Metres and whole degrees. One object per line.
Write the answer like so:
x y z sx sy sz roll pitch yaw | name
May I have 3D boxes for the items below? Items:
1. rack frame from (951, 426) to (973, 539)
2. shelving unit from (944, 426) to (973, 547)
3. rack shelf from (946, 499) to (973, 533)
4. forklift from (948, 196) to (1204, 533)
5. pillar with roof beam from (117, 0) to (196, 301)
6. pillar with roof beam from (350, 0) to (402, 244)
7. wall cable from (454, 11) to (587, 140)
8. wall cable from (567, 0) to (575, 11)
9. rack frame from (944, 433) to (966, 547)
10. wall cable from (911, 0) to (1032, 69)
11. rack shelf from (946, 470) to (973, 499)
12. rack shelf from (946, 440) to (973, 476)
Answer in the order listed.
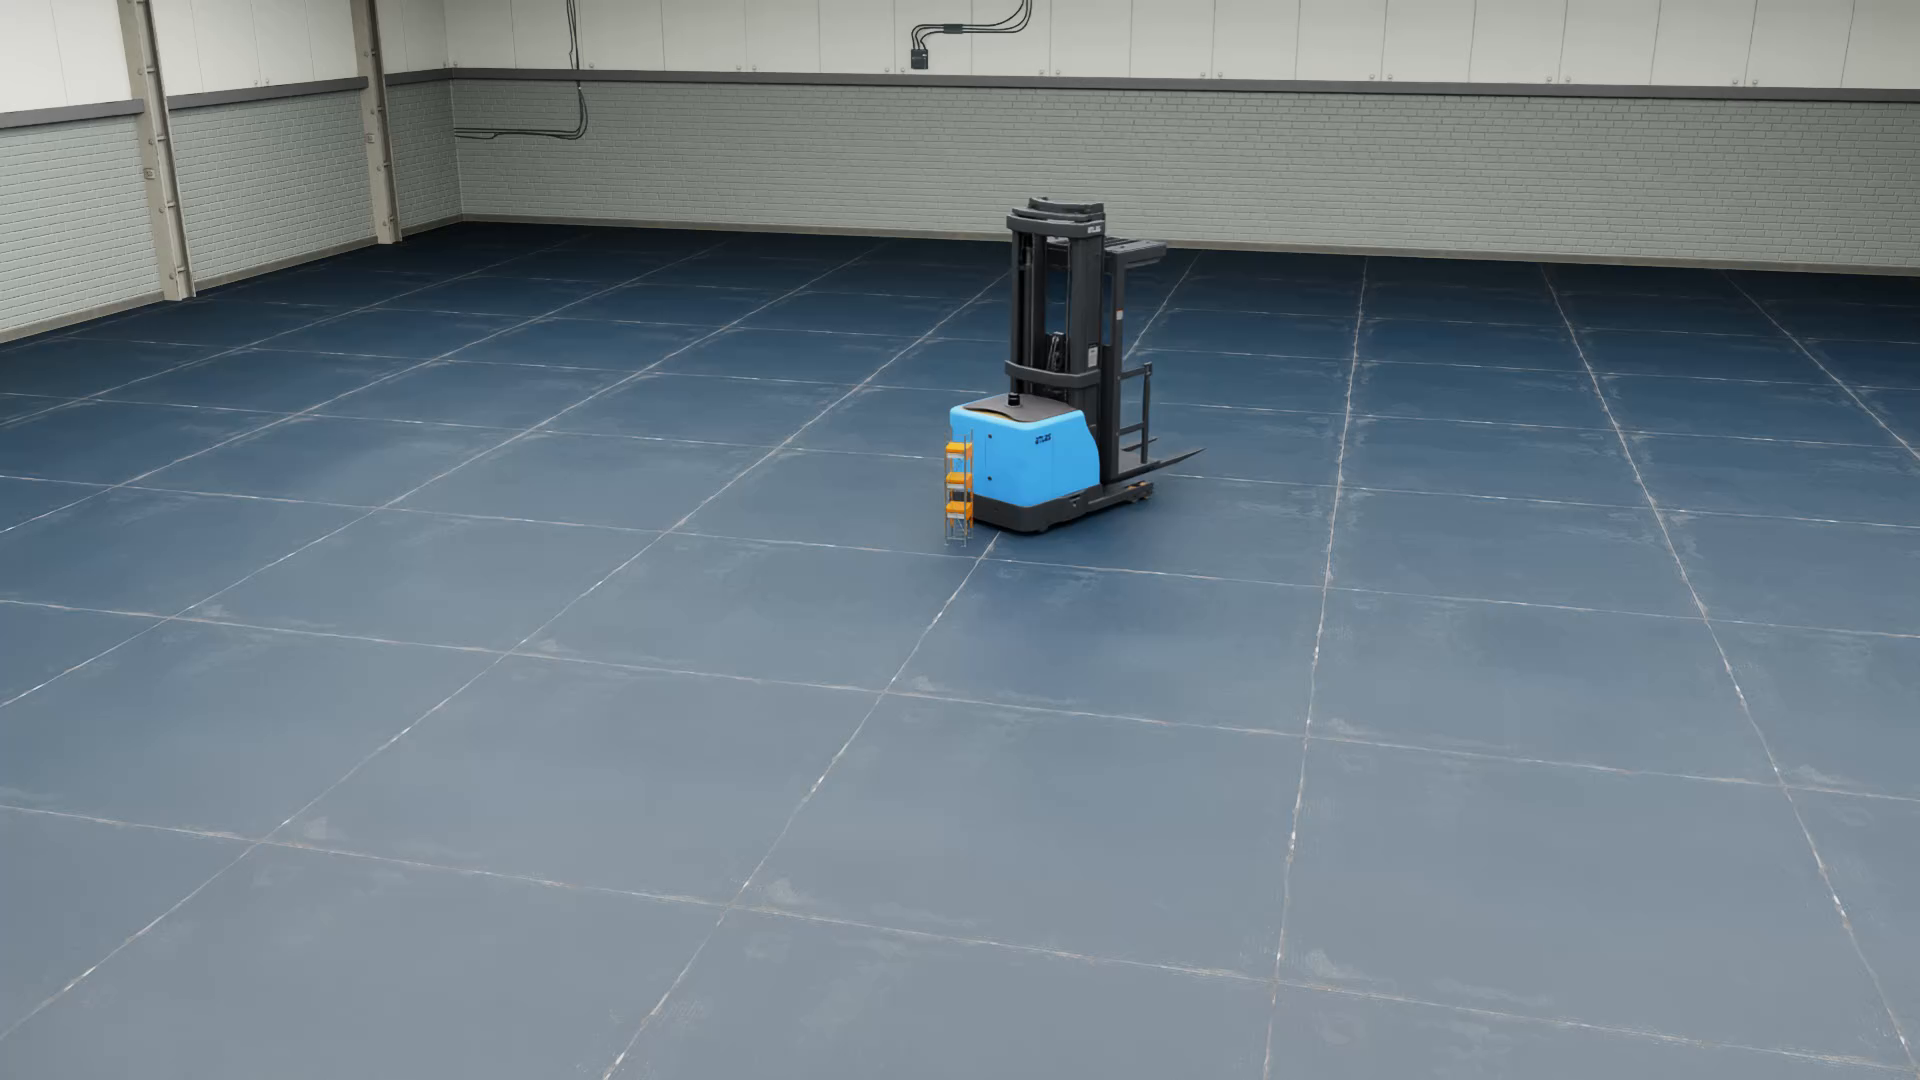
0.017 -0.518 15.143 0.200 1.050 0.008 5 19 13 | rack frame
-0.013 -0.480 15.031 0.215 1.050 0.252 5 19 13 | shelving unit
-0.013 -0.207 15.124 0.215 0.259 0.240 5 19 13 | rack shelf
1.268 -1.850 16.133 1.130 2.935 3.031 17 25 41 | forklift
-8.294 -7.785 24.121 9.100 9.000 0.400 5 19 13 | pillar with roof beam
-6.828 -9.666 29.627 9.100 9.000 0.400 5 19 13 | pillar with roof beam
-9.001 -9.355 33.522 3.097 2.526 0.112 5 19 13 | wall cable
-6.377 -11.532 32.080 3.097 2.526 0.112 5 19 13 | wall cable
-0.043 -0.442 14.919 0.200 1.050 0.008 5 19 13 | rack frame
0.201 -11.680 30.261 2.305 6.003 0.169 5 19 13 | wall cable
-0.013 -0.470 15.035 0.215 0.259 0.240 5 19 13 | rack shelf
-0.013 -0.739 14.943 0.215 0.259 0.240 5 19 13 | rack shelf
